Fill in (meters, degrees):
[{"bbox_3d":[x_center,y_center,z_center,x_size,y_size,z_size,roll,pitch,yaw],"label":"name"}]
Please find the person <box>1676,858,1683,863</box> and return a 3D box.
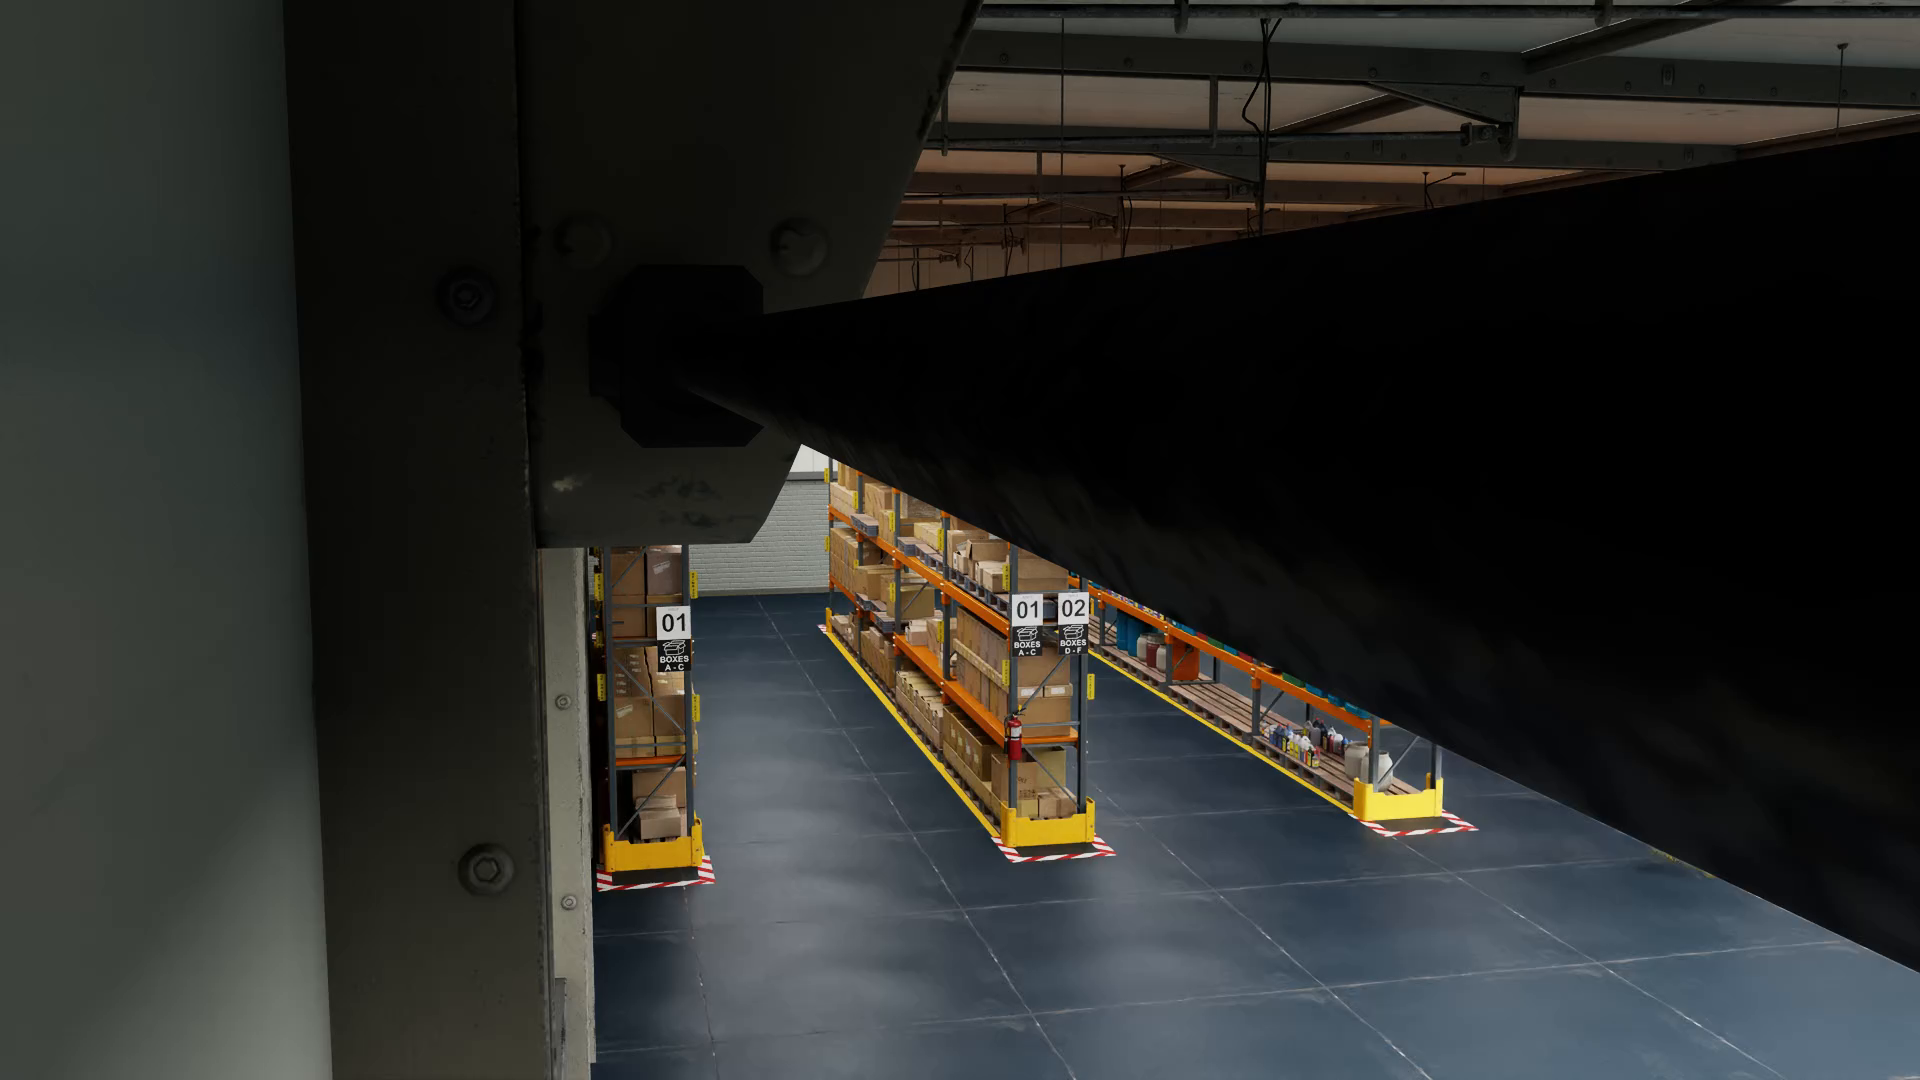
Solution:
[{"bbox_3d":[8.889,3.110,19.834,0.895,1.774,0.686,3,7,25],"label":"person"}]
